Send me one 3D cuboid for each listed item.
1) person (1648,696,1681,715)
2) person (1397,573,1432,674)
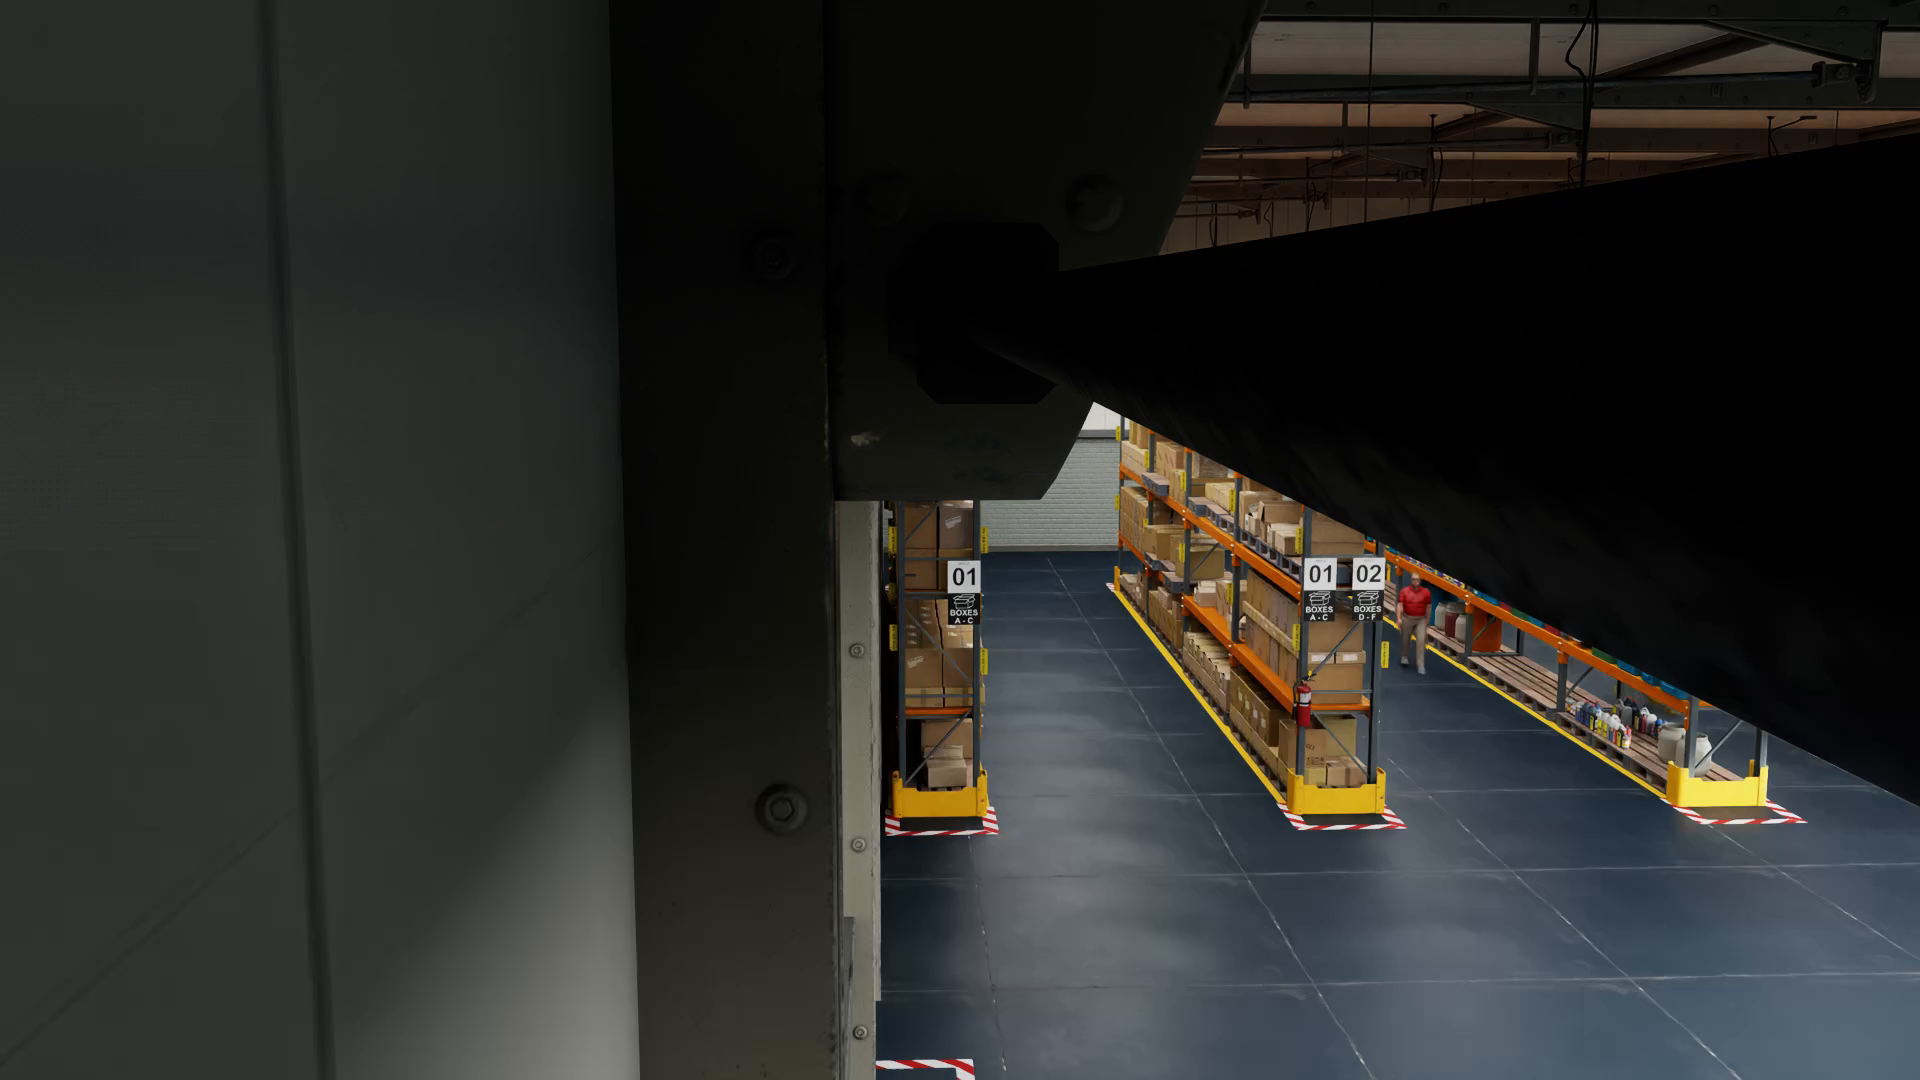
[{"bbox_3d":[10.923,1.783,25.624,0.588,1.716,1.010,-2,8,-11],"label":"person"},{"bbox_3d":[7.785,1.390,28.497,0.616,1.658,1.071,1,8,6],"label":"person"}]
